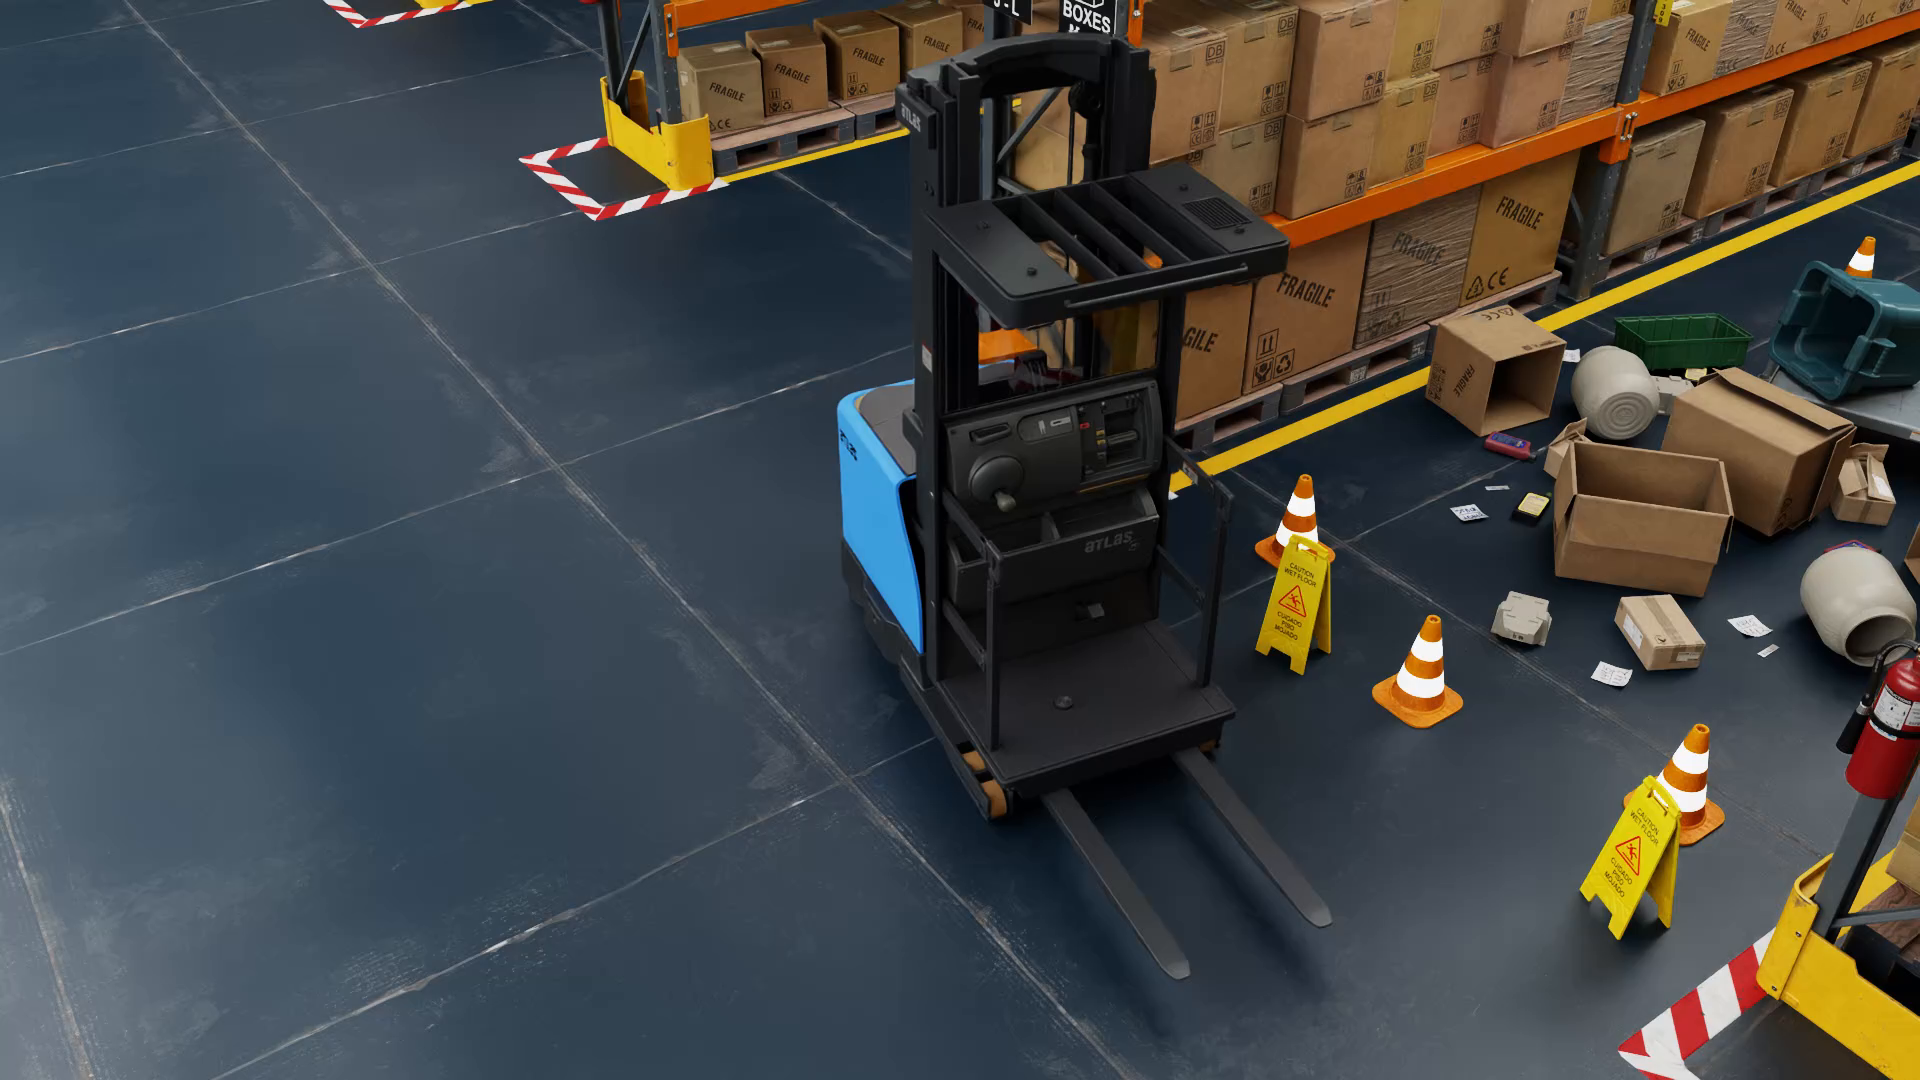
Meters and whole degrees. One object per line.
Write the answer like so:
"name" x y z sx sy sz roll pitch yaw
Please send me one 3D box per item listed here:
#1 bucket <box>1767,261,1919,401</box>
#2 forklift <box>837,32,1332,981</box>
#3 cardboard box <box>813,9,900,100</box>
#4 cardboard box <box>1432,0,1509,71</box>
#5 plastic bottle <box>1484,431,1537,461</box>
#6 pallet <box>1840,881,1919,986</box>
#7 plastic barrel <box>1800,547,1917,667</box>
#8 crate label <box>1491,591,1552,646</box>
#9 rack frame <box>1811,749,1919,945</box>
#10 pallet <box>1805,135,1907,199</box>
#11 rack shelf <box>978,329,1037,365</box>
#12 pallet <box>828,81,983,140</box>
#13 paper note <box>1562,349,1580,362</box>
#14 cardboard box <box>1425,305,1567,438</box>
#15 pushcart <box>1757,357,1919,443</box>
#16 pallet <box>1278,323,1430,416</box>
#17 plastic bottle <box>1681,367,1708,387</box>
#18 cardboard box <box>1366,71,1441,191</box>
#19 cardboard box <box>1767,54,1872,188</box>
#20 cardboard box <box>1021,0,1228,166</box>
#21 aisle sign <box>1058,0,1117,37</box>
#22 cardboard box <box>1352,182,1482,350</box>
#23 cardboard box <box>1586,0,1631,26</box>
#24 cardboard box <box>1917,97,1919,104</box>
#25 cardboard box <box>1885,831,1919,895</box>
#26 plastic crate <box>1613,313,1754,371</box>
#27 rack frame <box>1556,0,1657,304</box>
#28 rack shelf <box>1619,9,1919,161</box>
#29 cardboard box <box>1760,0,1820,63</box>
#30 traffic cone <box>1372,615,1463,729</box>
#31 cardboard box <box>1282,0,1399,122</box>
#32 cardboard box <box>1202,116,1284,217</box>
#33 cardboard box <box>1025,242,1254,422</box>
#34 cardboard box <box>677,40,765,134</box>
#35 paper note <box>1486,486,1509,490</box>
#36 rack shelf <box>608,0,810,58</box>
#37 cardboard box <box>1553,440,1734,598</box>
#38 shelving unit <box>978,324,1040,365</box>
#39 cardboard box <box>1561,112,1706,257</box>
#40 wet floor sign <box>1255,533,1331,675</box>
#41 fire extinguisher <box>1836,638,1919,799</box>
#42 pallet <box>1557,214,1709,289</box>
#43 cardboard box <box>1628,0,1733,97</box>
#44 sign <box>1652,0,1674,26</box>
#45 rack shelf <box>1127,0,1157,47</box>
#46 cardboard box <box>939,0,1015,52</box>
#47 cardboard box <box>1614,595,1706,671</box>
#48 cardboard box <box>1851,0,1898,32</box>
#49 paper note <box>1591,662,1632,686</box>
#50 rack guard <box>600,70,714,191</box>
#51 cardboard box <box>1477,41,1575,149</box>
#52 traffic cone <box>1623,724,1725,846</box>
"bucket" 4.939 -1.135 9.074 0.620 0.611 0.726 -1 34 -18
"forklift" 0.475 -0.311 6.486 1.130 2.935 3.031 -14 38 -19
"cardboard box" -0.811 -3.825 13.094 0.500 0.500 0.500 -18 40 -24
"cardboard box" 2.497 -3.028 9.151 0.550 0.550 0.875 -22 41 -28
"plastic bottle" 3.070 -0.515 9.227 0.283 0.061 0.133 22 41 28
"pallet" 4.133 1.531 6.254 1.213 0.211 1.003 -22 41 -28
"plastic barrel" 4.202 0.310 7.770 0.421 0.421 0.512 3 36 4
"crate label" 2.684 0.373 7.927 0.250 0.136 0.298 15 38 20
"rack frame" 3.386 0.681 5.048 0.127 3.000 1.000 -22 41 -28
"pallet" 6.303 -2.977 12.522 1.213 0.211 1.003 -22 41 -28
"rack shelf" 0.105 -0.890 8.100 0.480 0.148 0.258 -14 38 -18
"pallet" -0.580 -3.607 13.397 1.213 0.211 1.003 -22 41 -28
"paper note" 3.694 -1.129 10.107 0.147 0.020 0.142 9 37 12
"cardboard box" 3.044 -0.967 9.478 0.500 0.500 0.500 -15 38 -20
"pushcart" 5.302 -0.671 9.174 1.648 0.377 0.936 22 41 28
"pallet" 2.057 -1.230 10.092 1.213 0.211 1.003 -22 41 -28
"plastic bottle" 4.365 -0.987 9.883 0.133 0.061 0.283 15 38 20
"cardboard box" 2.106 -2.377 9.170 0.500 0.550 0.875 -22 41 -28
"cardboard box" 5.729 -3.138 11.925 0.750 0.750 1.050 -22 41 -27
"cardboard box" 0.778 -2.253 8.074 0.550 0.550 0.875 -22 41 -28
"aisle sign" 0.567 -2.536 7.294 0.004 0.787 0.394 -22 41 -28
"cardboard box" 2.433 -1.818 9.982 0.875 0.875 0.875 -22 41 -28
"cardboard box" 3.400 -3.385 9.647 0.550 0.550 0.875 -22 41 -28
"cardboard box" 7.716 -3.610 12.795 0.500 0.500 0.500 -24 42 -30
"cardboard box" 3.912 1.218 6.296 0.500 0.250 0.500 -23 41 -28
"plastic crate" 4.334 -1.191 10.009 0.662 0.188 0.450 -3 26 -4
"rack frame" 3.722 -2.993 10.156 0.127 3.000 1.000 -22 41 -28
"rack shelf" 5.356 -3.374 11.301 4.000 0.370 1.077 -22 41 -28
"cardboard box" 5.129 -3.419 10.663 0.500 0.500 0.500 -23 41 -28
"traffic cone" 2.077 0.535 7.423 0.334 0.463 0.336 -22 41 -28
"cardboard box" 1.710 -2.606 8.564 0.550 0.550 0.875 -22 41 -28
"cardboard box" 1.166 -2.050 8.717 0.550 0.550 0.875 -22 41 -28
"cardboard box" 0.968 -1.215 9.144 0.875 0.875 0.875 -22 41 -28
"cardboard box" -1.803 -3.406 12.512 0.500 0.500 0.500 -15 38 -20
"paper note" 2.890 -0.280 8.944 0.123 0.001 0.032 -3 36 -4
"rack shelf" -0.688 -4.429 12.769 4.000 0.370 1.077 -22 41 -28
"cardboard box" 3.364 -0.105 8.278 0.797 0.503 0.637 9 37 12
"shelving unit" 0.105 -0.571 8.330 0.503 1.200 0.258 -14 38 -18
"cardboard box" 4.177 -2.502 11.040 0.750 0.750 1.050 -23 41 -28
"wet floor sign" 1.569 0.263 7.645 0.267 0.644 0.232 30 45 35
"fire extinguisher" 3.027 0.531 5.322 0.183 0.674 0.296 -22 41 -28
"pallet" 4.309 -2.156 11.381 1.213 0.211 1.003 -22 41 -28
"cardboard box" 4.307 -3.082 10.194 0.500 0.500 0.500 -22 41 -27
"sign" 4.043 -3.112 9.512 0.005 0.325 0.100 -22 41 -28
"rack shelf" 2.087 -3.246 8.555 4.000 0.370 1.077 -22 41 -28
"cardboard box" 0.133 -4.238 13.668 0.500 0.500 0.500 -10 37 -14
"cardboard box" 3.293 0.434 7.833 0.250 0.149 0.380 -3 36 -4
"cardboard box" 5.961 -3.764 11.142 0.500 0.500 0.500 -23 42 -29
"paper note" 3.012 0.618 7.677 0.148 0.019 0.142 22 41 28
"rack guard" -2.261 -3.060 12.389 0.348 0.500 1.175 -22 41 -28
"cardboard box" 2.990 -2.728 9.659 0.550 0.550 0.875 -22 41 -28
"traffic cone" 2.995 0.951 6.845 0.334 0.463 0.336 -22 41 -28
